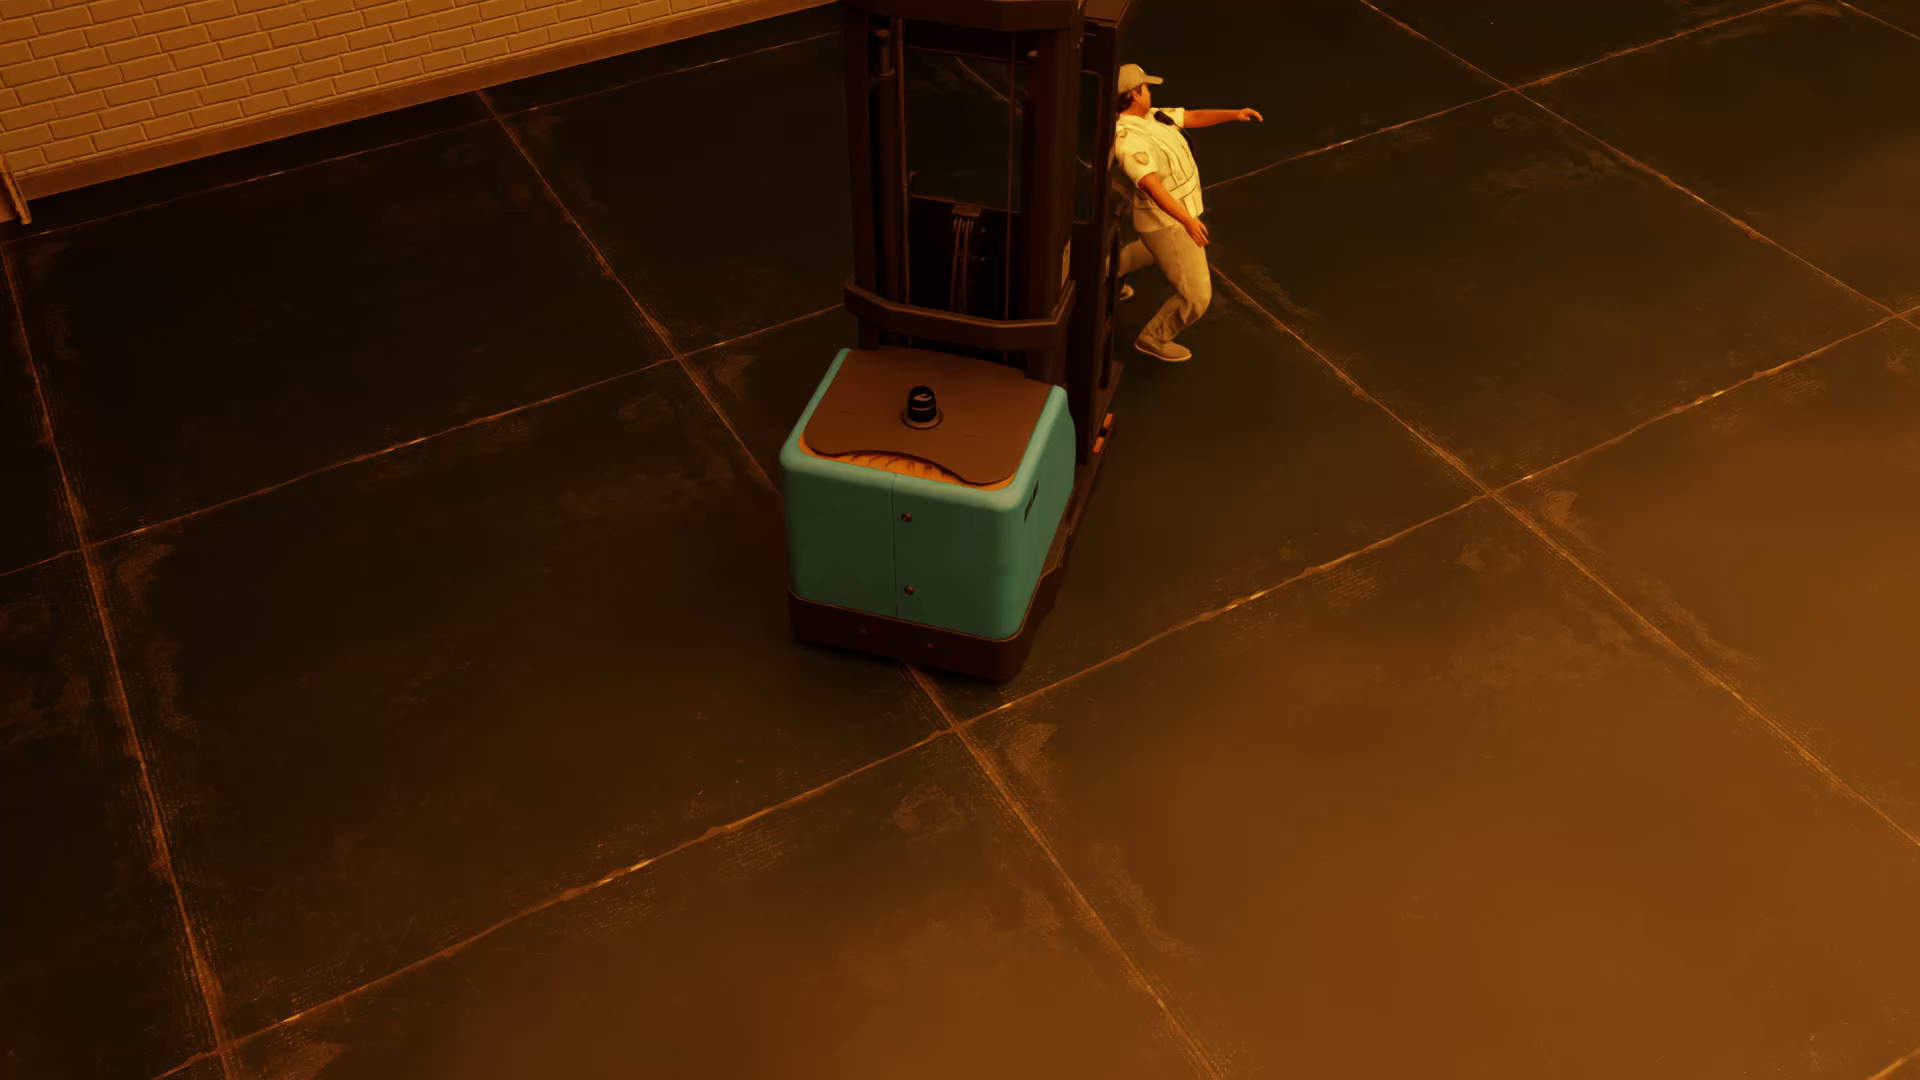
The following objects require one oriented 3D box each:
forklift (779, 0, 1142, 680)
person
[{"bbox_3d":[0.164,-1.493,7.307,1.130,2.935,3.031,11,44,12],"label":"forklift"},{"bbox_3d":[1.081,-1.601,8.360,0.767,1.442,0.945,2,43,2],"label":"person"}]
